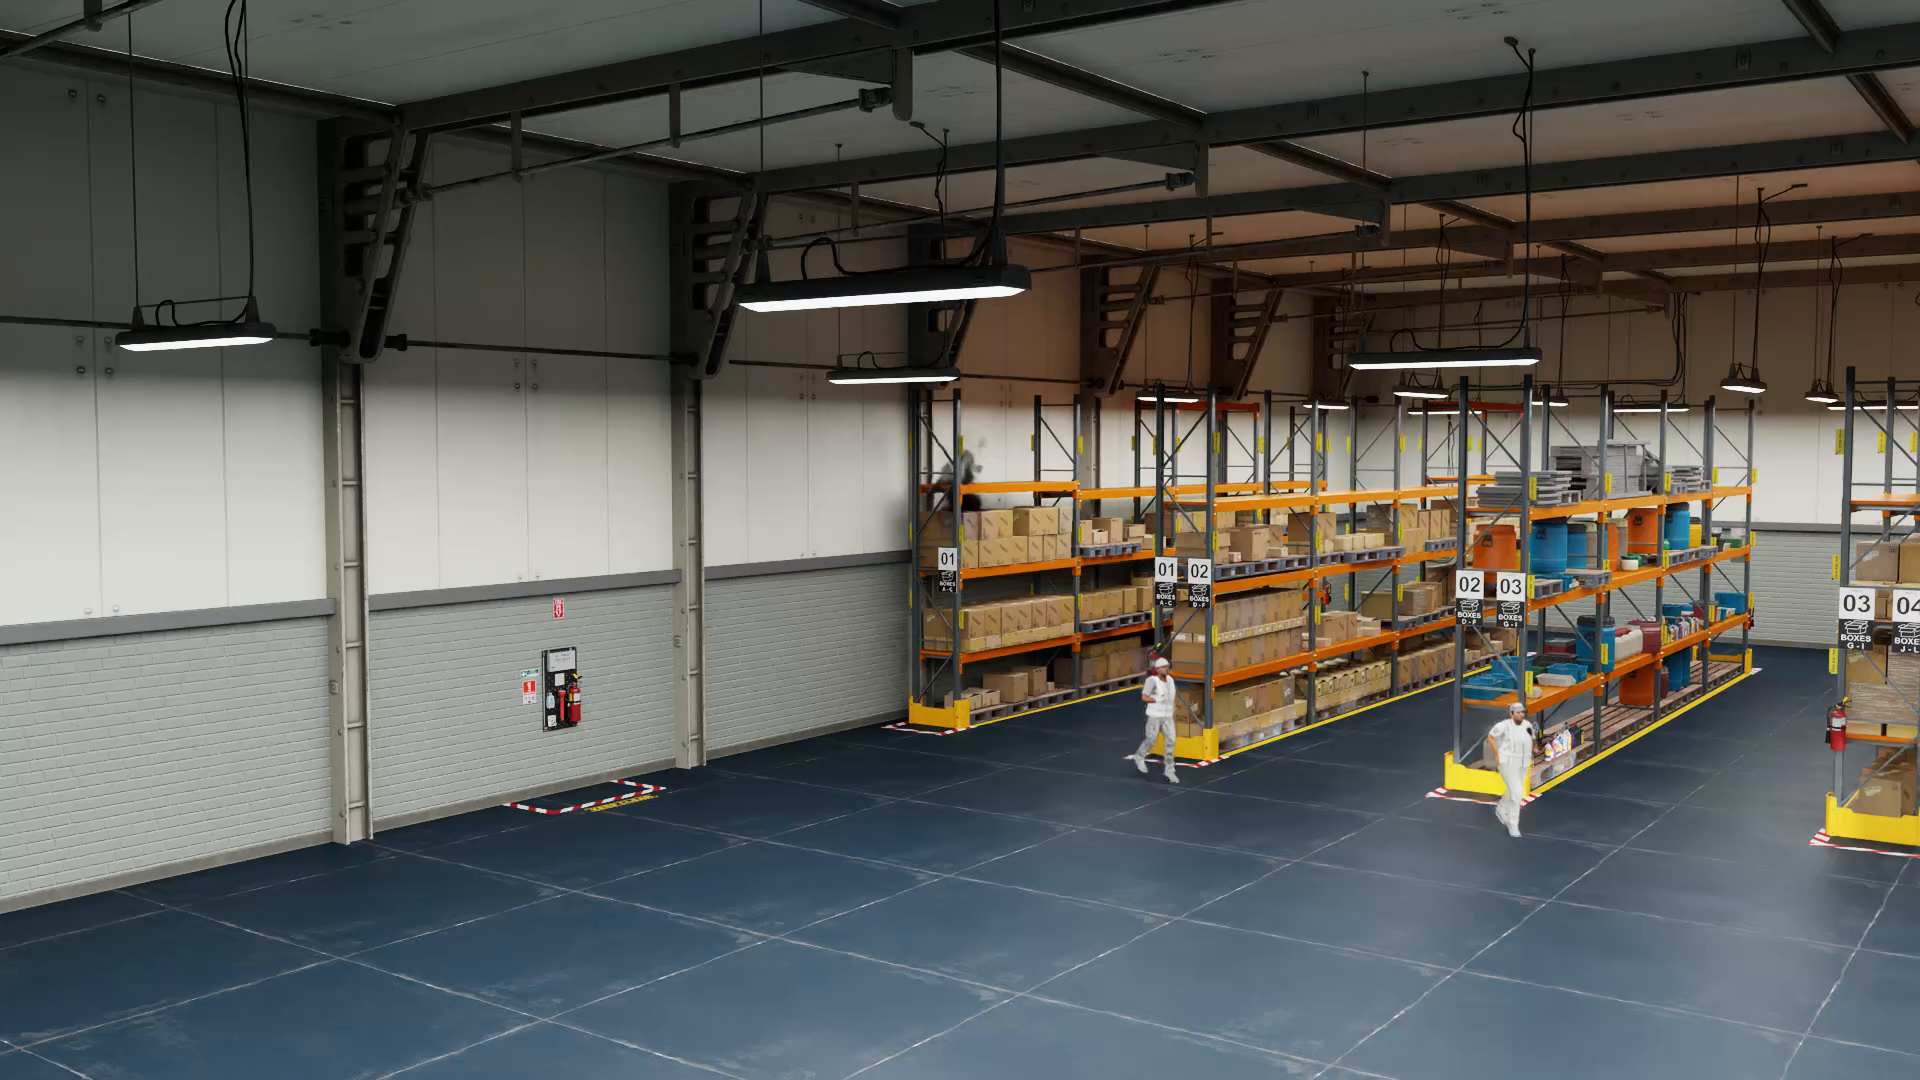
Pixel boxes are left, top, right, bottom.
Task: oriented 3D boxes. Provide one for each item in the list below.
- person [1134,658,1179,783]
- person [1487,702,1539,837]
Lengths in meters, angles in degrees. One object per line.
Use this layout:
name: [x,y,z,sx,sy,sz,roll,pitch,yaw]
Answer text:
person: [2.996,2.679,24.990,0.685,1.825,0.905,-2,4,-30]
person: [7.185,2.949,21.565,0.590,1.724,0.748,-1,3,-20]
